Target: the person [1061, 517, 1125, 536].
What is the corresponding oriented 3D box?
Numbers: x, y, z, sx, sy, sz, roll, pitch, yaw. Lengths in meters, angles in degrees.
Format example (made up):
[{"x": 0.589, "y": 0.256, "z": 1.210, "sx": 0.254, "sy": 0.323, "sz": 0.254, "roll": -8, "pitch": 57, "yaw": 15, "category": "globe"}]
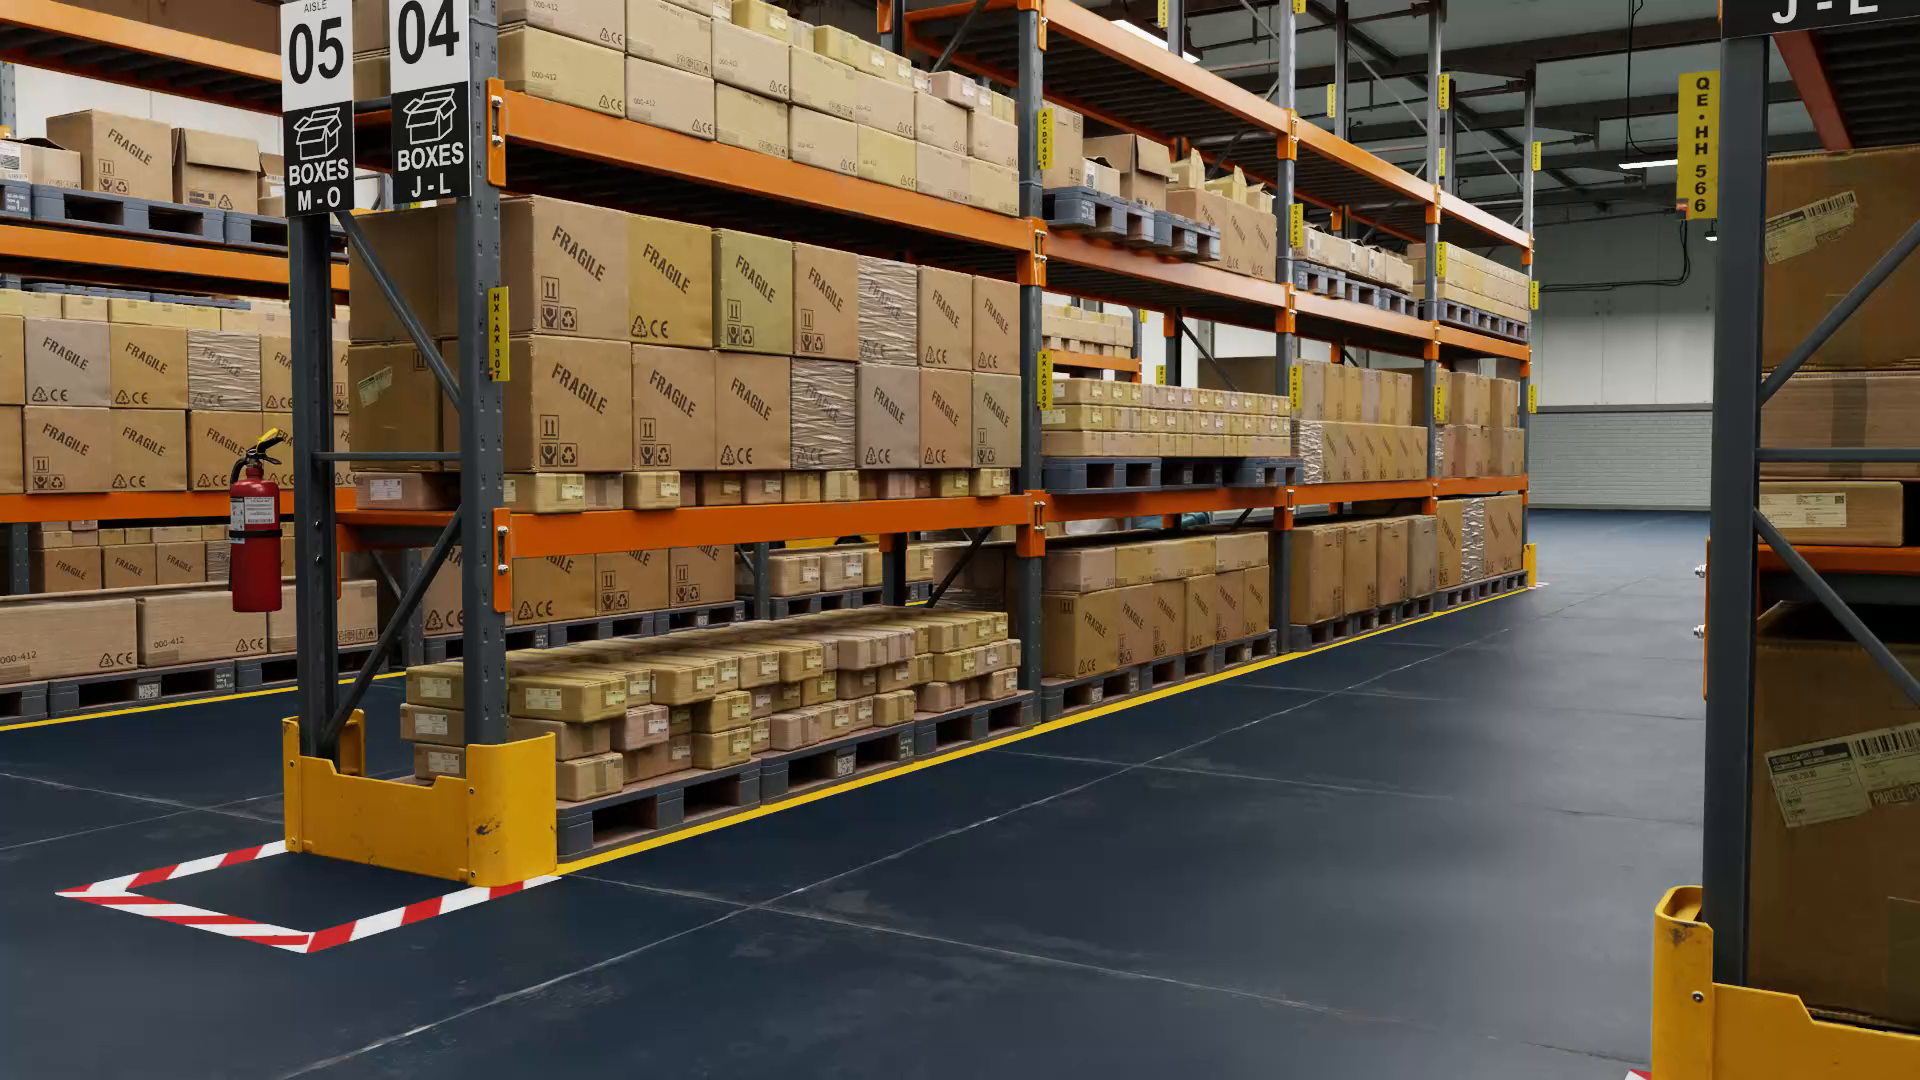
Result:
[{"x": 1.134, "y": -0.069, "z": 14.223, "sx": 0.604, "sy": 1.747, "sz": 0.437, "roll": 1, "pitch": 3, "yaw": 27, "category": "person"}]
